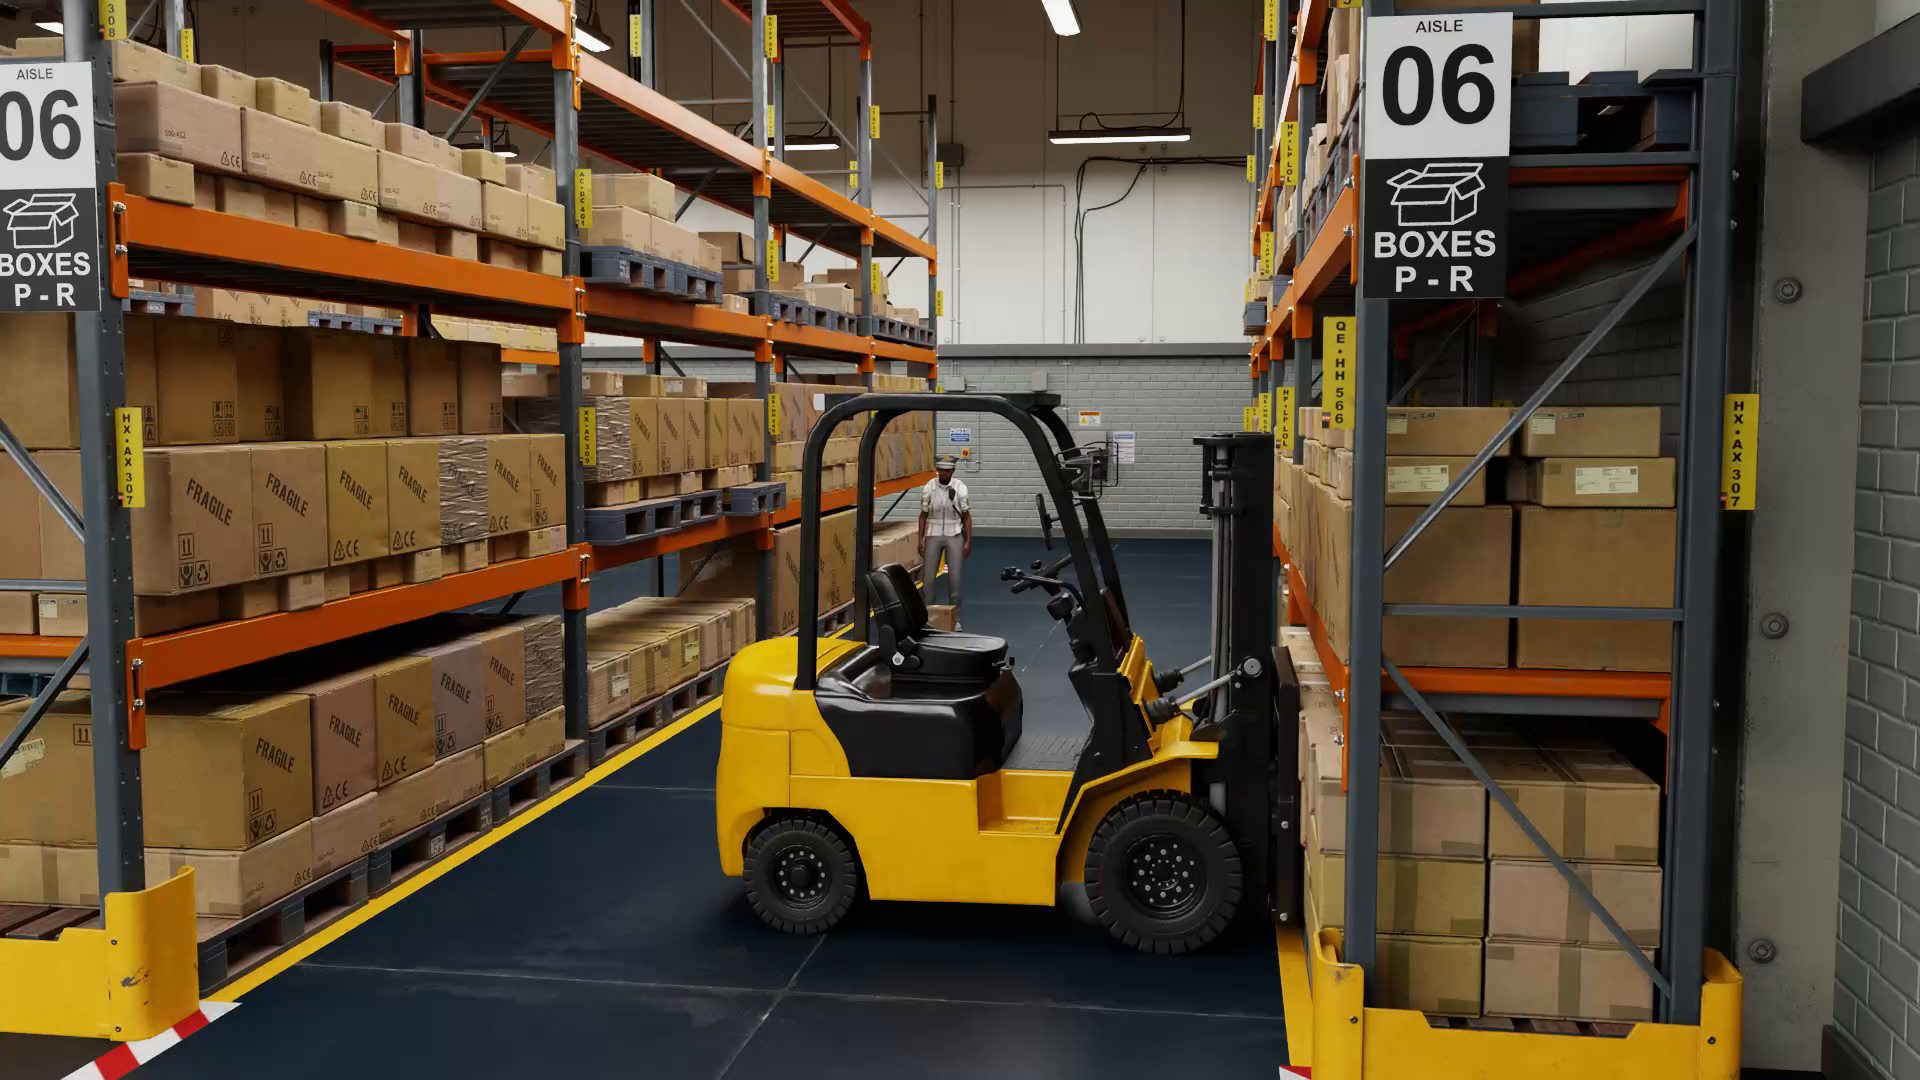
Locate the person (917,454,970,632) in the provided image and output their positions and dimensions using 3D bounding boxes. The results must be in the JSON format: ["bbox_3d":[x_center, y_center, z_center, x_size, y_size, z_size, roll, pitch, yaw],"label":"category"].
[{"bbox_3d":[-0.163,0.025,15.597,0.508,1.659,0.395,1,5,9],"label":"person"}]
